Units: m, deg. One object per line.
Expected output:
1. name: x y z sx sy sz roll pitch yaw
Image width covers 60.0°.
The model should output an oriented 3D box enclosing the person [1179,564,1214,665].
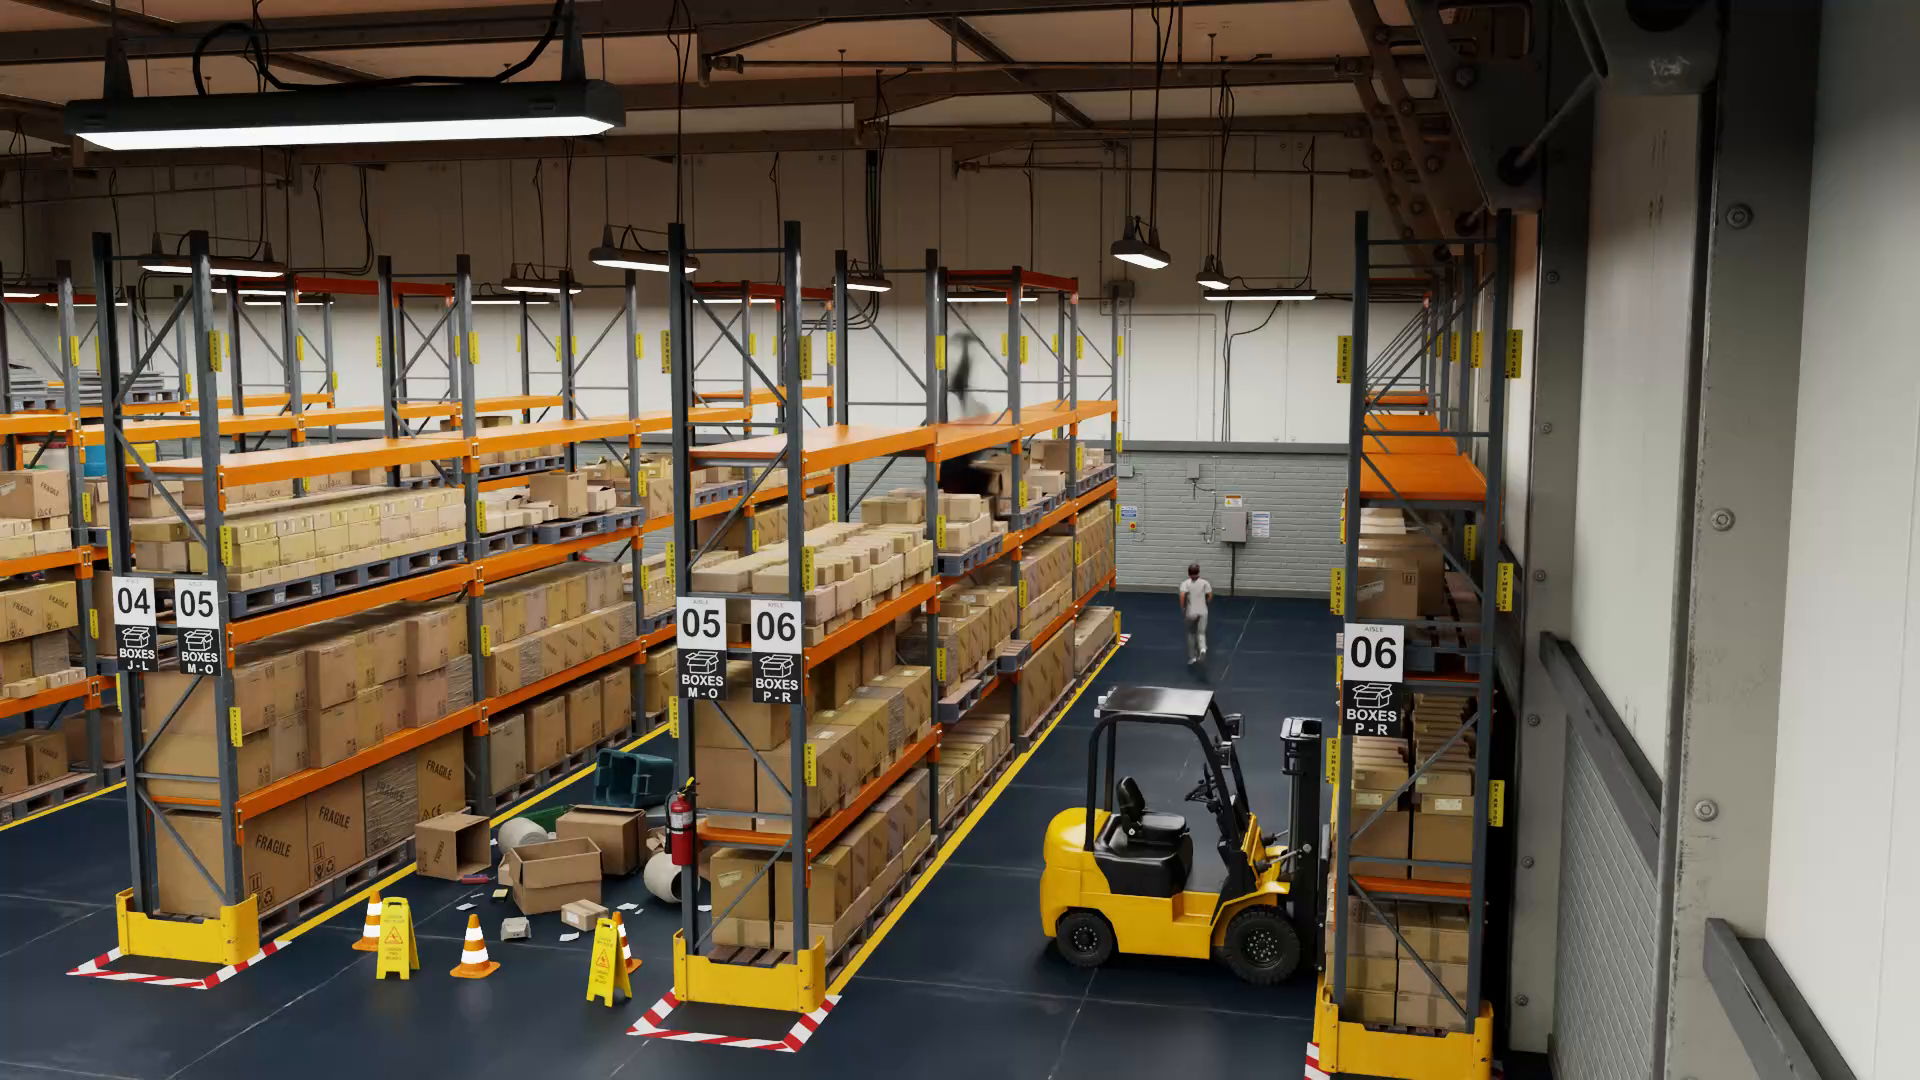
1. person: 3.676 1.218 25.847 0.563 1.658 1.060 0 7 -3

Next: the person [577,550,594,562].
1. person: -6.319 0.916 27.750 0.636 1.766 0.923 1 7 10
